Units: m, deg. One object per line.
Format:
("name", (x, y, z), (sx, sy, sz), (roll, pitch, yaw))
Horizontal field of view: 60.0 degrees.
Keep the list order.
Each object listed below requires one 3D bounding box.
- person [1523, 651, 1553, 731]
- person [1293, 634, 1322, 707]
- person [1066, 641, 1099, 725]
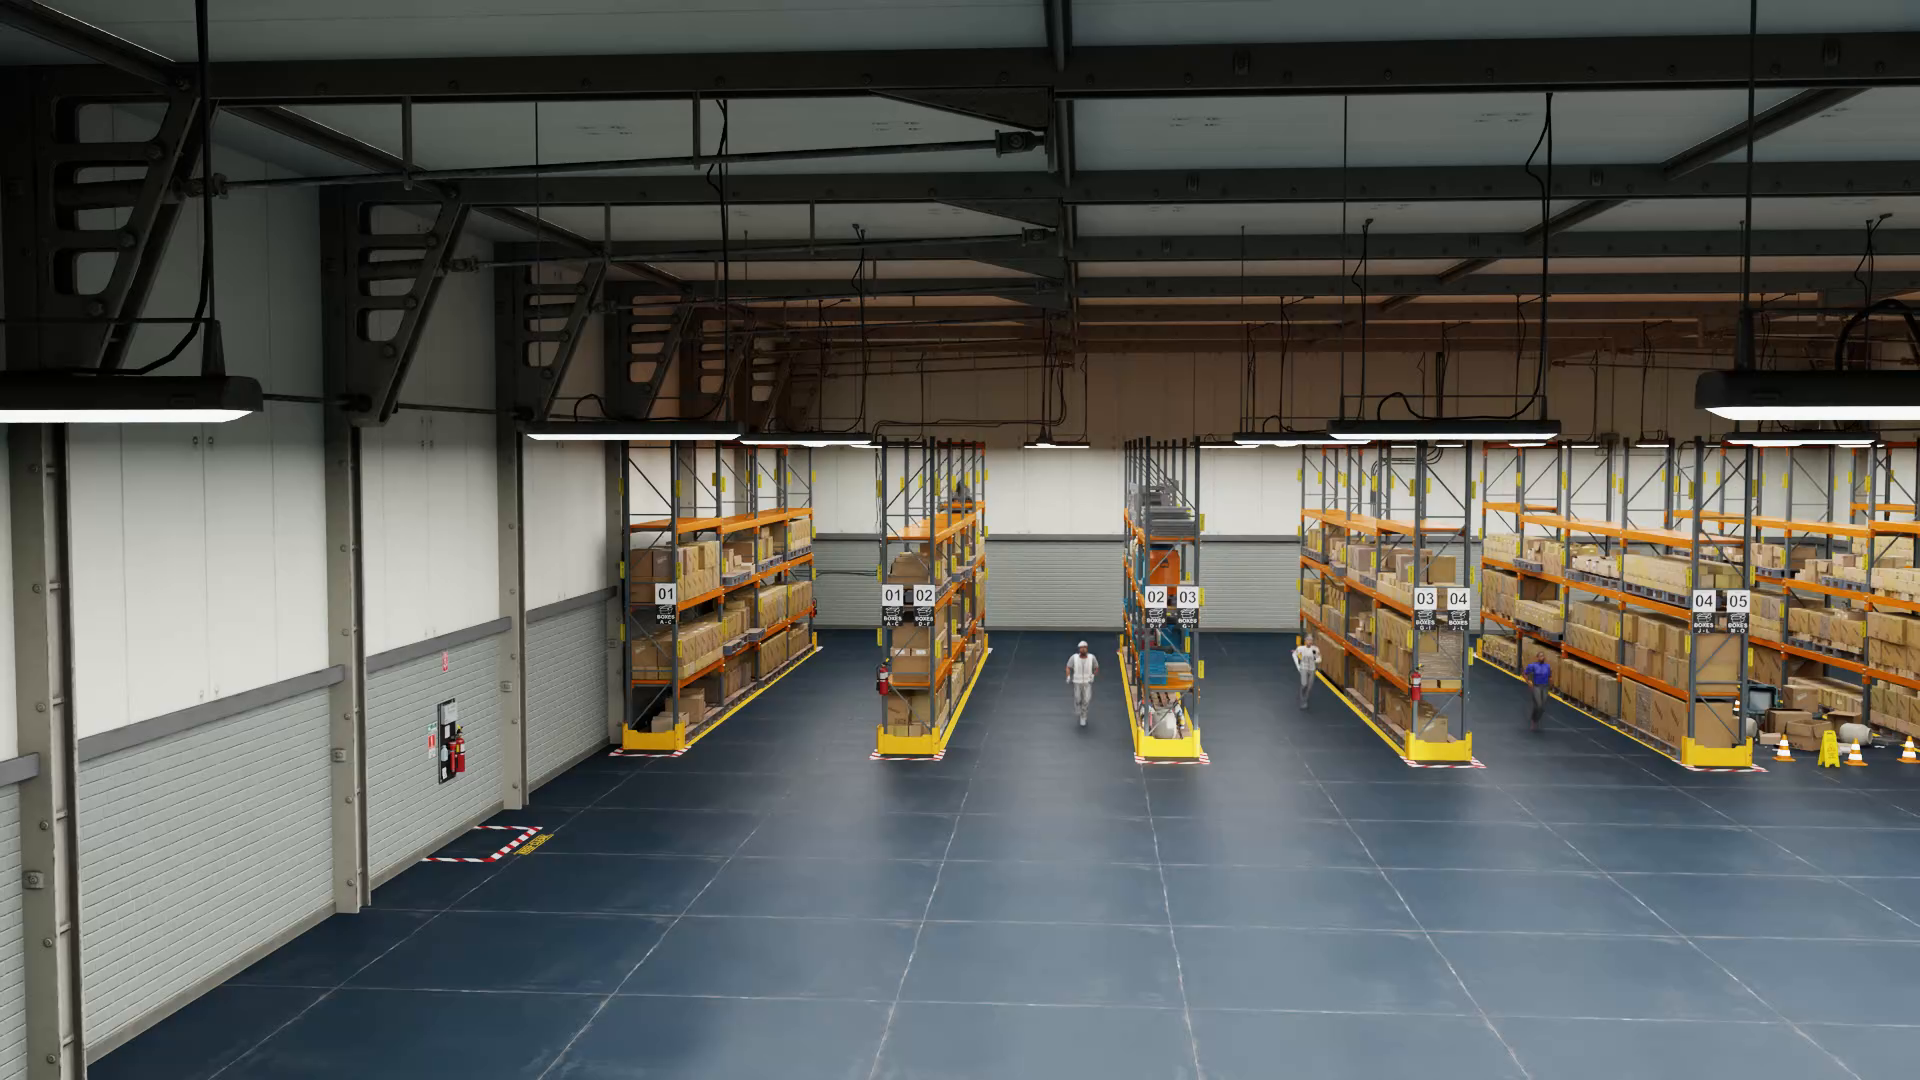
("person", (11.848, 3.095, 33.965), (0.549, 1.632, 0.654), (0, 3, -8))
("person", (7.734, 2.900, 36.972), (0.606, 1.652, 0.669), (0, 3, 1))
("person", (2.582, 2.999, 34.924), (0.699, 1.744, 0.596), (0, 3, 1))
